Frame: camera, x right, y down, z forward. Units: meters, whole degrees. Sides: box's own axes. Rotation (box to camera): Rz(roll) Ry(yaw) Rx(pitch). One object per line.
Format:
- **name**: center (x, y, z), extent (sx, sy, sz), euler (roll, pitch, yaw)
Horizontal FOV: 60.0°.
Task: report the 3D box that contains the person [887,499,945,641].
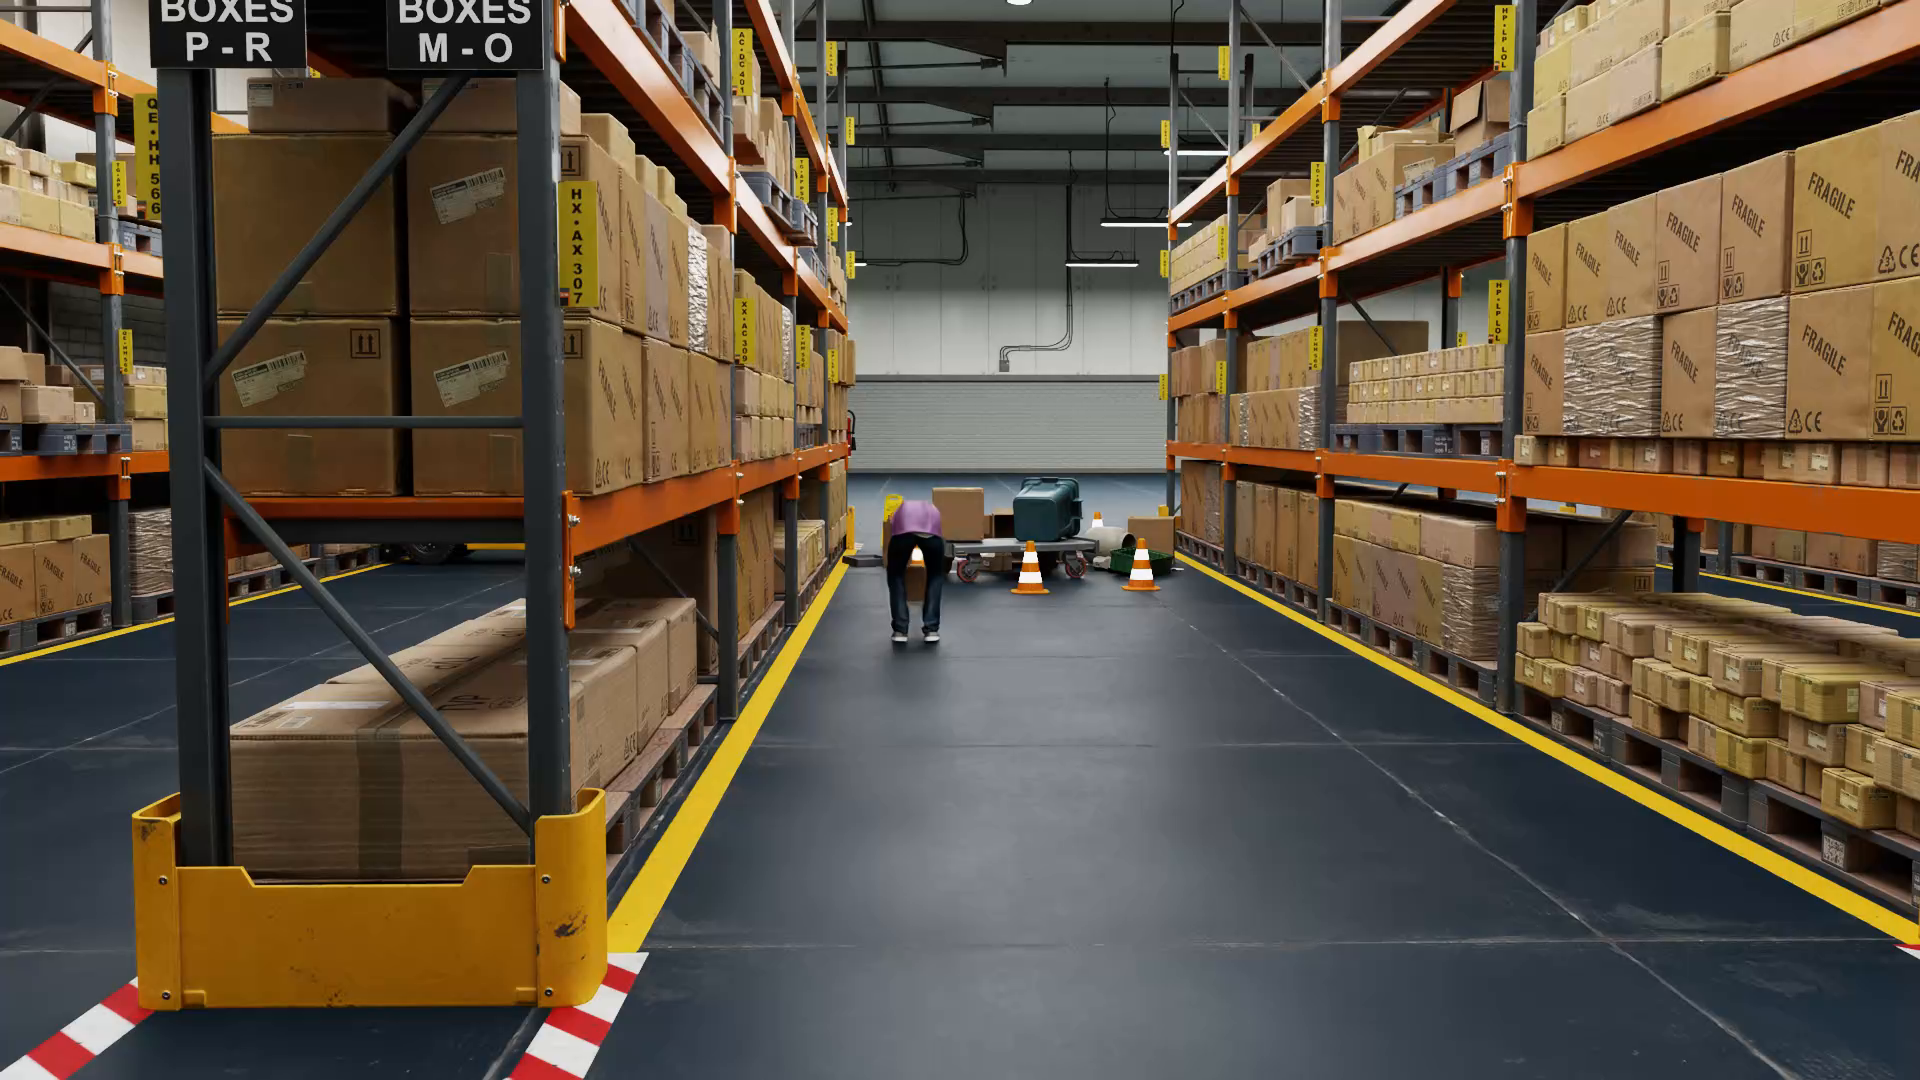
- **person**: center (-0.317, 0.202, 11.717), extent (0.400, 0.990, 0.871), euler (0, 4, -4)
